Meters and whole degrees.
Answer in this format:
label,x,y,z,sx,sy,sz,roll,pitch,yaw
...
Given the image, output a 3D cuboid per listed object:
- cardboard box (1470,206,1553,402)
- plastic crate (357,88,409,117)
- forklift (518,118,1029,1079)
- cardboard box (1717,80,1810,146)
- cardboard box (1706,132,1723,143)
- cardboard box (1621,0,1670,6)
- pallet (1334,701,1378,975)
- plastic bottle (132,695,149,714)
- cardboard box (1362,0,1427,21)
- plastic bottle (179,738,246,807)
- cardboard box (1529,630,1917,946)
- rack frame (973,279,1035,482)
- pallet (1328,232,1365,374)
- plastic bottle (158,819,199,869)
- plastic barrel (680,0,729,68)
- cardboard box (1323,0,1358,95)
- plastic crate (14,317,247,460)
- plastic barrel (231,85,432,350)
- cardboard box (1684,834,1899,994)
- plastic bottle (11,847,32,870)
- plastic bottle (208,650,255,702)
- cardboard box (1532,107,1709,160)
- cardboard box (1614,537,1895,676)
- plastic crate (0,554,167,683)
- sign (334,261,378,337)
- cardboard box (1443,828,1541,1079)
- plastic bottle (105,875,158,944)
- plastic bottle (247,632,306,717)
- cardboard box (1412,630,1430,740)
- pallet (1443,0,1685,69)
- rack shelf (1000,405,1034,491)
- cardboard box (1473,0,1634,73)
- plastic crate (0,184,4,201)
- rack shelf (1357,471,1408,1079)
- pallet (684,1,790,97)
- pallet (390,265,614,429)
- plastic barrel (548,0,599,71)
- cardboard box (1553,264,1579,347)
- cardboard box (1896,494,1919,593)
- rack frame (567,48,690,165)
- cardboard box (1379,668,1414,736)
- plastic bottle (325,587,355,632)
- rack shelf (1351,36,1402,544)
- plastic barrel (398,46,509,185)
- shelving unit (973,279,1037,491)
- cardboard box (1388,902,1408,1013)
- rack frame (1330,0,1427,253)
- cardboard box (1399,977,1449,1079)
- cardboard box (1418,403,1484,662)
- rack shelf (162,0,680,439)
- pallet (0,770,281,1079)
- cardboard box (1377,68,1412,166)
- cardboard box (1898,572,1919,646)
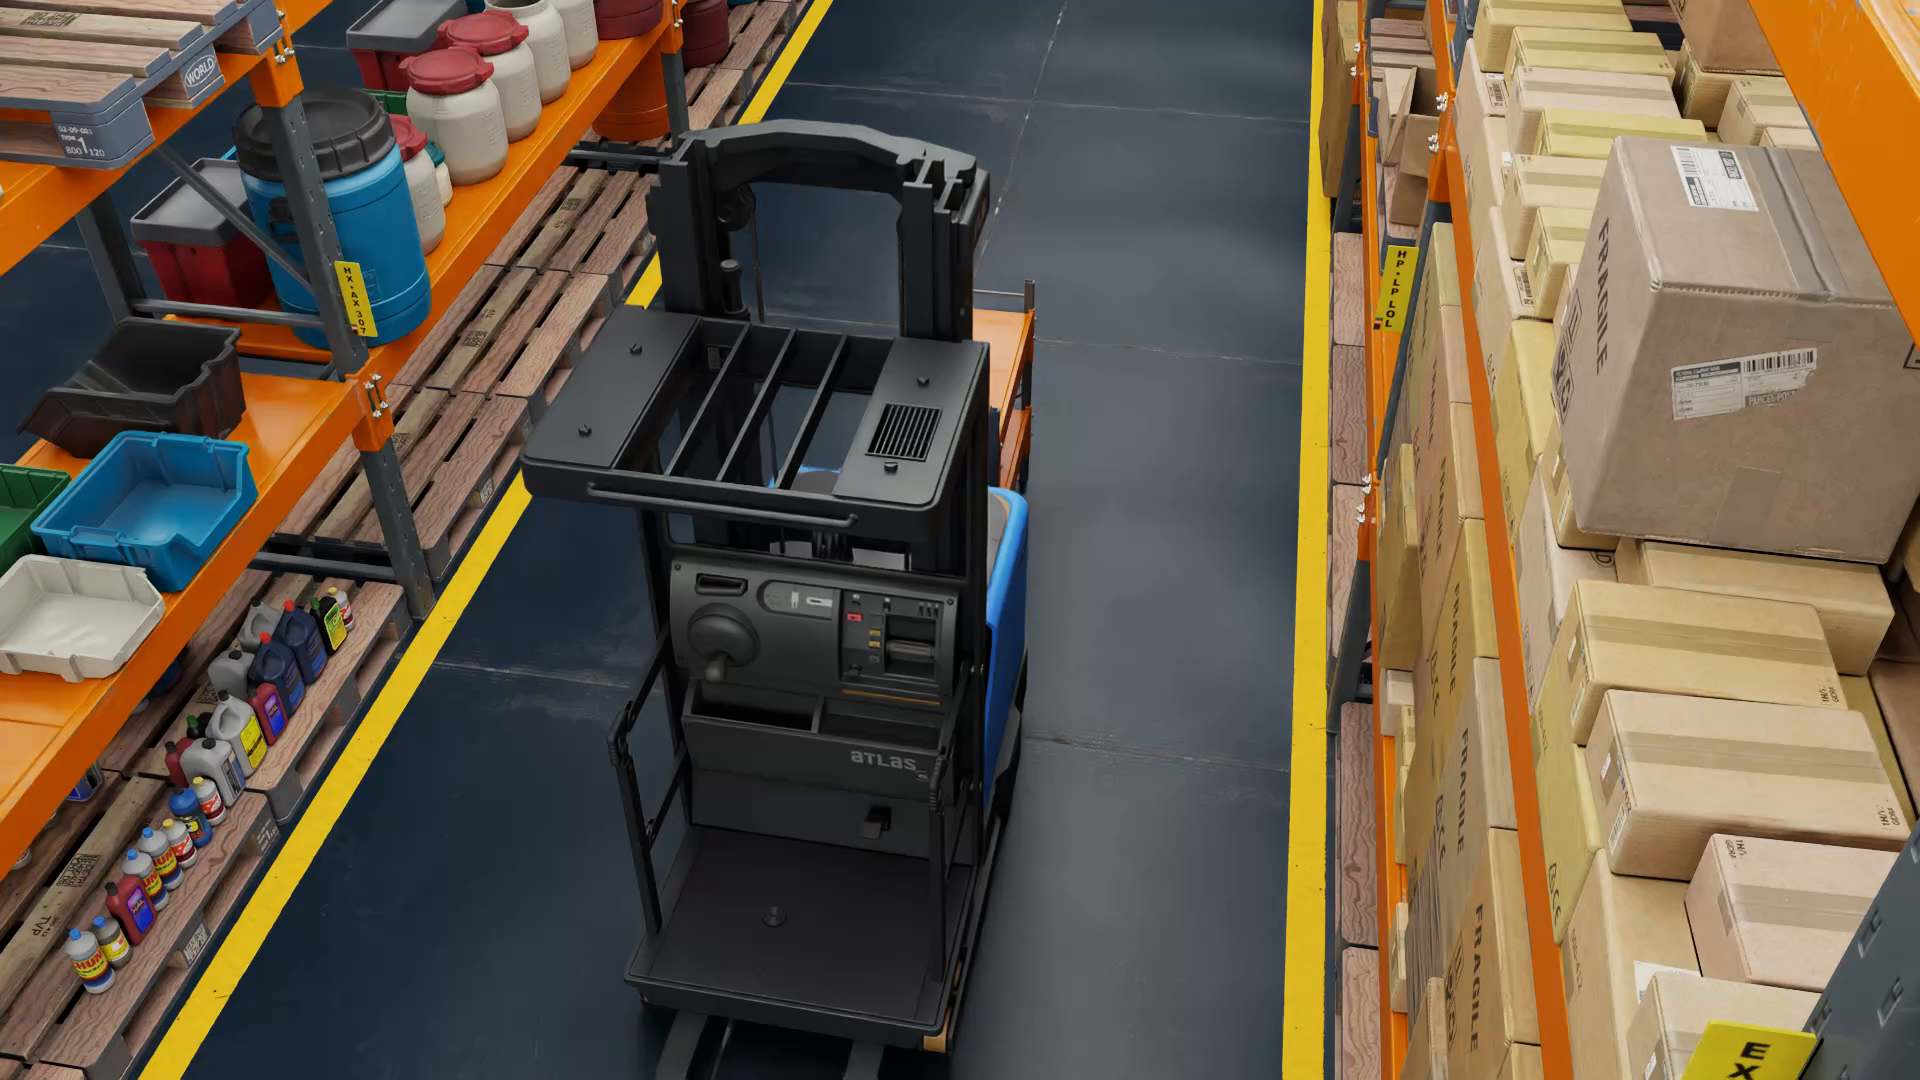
label,x,y,z,sx,sy,sz,roll,pitch,yaw
cardboard box,1.503,-0.540,3.910,0.500,0.250,0.500,5,40,6
plastic crate,-2.839,-1.928,7.991,0.450,0.188,0.662,6,40,8
forklift,-0.506,0.369,5.100,1.130,2.935,3.031,7,40,8
cardboard box,2.150,-1.031,4.190,0.380,0.149,0.250,5,40,5
cardboard box,2.094,-0.796,4.219,0.500,0.250,0.500,7,40,9
cardboard box,2.195,-1.981,5.124,0.797,0.503,0.637,5,40,5
pallet,1.935,1.161,6.277,1.003,0.211,1.213,6,40,8
plastic bottle,-3.317,0.562,6.609,0.097,0.271,0.097,0,40,0
cardboard box,2.550,-3.225,9.315,0.500,0.500,0.500,8,40,9
plastic bottle,-2.811,0.855,6.251,0.152,0.276,0.135,7,40,8
cardboard box,1.241,0.428,2.738,0.500,0.250,0.500,7,40,8
rack frame,0.089,-0.757,7.879,0.500,1.125,0.032,6,40,8
pallet,2.572,-1.285,9.235,1.003,0.211,1.213,6,40,8
plastic bottle,-2.840,1.090,6.025,0.097,0.201,0.097,0,40,0
plastic barrel,-1.907,-3.646,11.466,0.600,0.588,0.708,6,40,8
cardboard box,3.010,-3.182,10.679,1.225,0.875,0.875,7,40,8
plastic crate,-3.078,-0.547,6.203,0.767,0.338,0.504,6,40,8
plastic barrel,-2.497,-1.288,6.657,0.600,0.901,0.708,6,40,8
cardboard box,1.225,0.560,2.266,0.380,0.149,0.250,5,40,6
plastic bottle,-3.448,1.093,6.022,0.097,0.201,0.097,0,40,0
plastic bottle,-2.873,0.550,6.619,0.152,0.276,0.135,6,40,8
cardboard box,1.610,-0.920,4.056,0.380,0.149,0.250,8,40,9
cardboard box,1.350,0.074,2.853,0.380,0.149,0.250,7,40,8
plastic crate,-2.894,0.263,5.382,0.530,0.136,0.437,6,40,8
sign,-2.322,-0.925,6.394,0.100,0.325,0.005,6,40,8
cardboard box,1.257,0.946,3.253,0.500,0.500,0.500,6,40,8
plastic bottle,-2.876,1.259,5.757,0.061,0.283,0.133,7,40,8
plastic bottle,-2.723,0.522,6.595,0.144,0.351,0.185,5,40,5
cardboard box,1.769,0.418,4.676,0.875,0.500,0.500,6,40,8
pallet,2.228,-1.799,5.462,1.213,0.211,1.003,6,40,8
rack shelf,0.001,-0.249,7.649,0.538,0.278,1.000,6,40,8
cardboard box,1.656,-1.421,4.663,0.380,0.149,0.250,5,40,6
plastic crate,-2.742,-0.888,4.420,0.243,0.136,0.396,6,40,8
rack shelf,1.670,1.193,4.614,1.077,0.370,4.000,6,40,8
pallet,-1.861,-3.584,12.016,1.003,0.211,1.213,6,40,8
pallet,-2.556,-1.076,8.982,1.003,0.211,1.213,6,40,8
plastic barrel,-2.138,-2.770,8.755,0.421,0.512,0.421,0,40,0
cardboard box,1.457,-0.433,3.468,0.380,0.149,0.250,7,40,9
cardboard box,1.847,-0.233,2.716,0.500,0.500,0.500,6,40,7
rack frame,-2.170,-3.396,9.600,1.000,3.000,0.127,6,40,8
cardboard box,1.493,0.485,5.103,0.380,0.149,0.250,6,40,8
plastic bottle,-2.618,0.285,6.998,0.097,0.201,0.097,0,40,0
rack shelf,2.362,-1.317,7.651,1.077,0.370,4.000,6,40,8
plastic barrel,-2.354,-1.975,7.774,0.433,0.535,0.433,0,40,0
shelving unit,0.001,-0.438,7.494,0.538,1.125,1.048,6,40,8
cardboard box,1.326,1.113,4.344,0.380,0.149,0.250,6,40,8
rack frame,2.708,-2.850,8.940,1.000,3.000,0.127,6,40,8
cardboard box,1.415,1.349,3.550,0.875,0.500,0.500,6,40,8
cardboard box,1.516,0.004,4.391,0.500,0.500,0.500,6,40,8
rack shelf,-2.516,-1.863,8.311,1.077,0.370,4.000,6,40,8
pallet,-3.228,1.374,6.019,1.003,0.211,1.213,6,40,8
cardboard box,2.192,-1.927,7.612,0.500,0.250,0.500,5,40,6
cardboard box,1.825,0.133,2.783,0.380,0.149,0.250,6,40,8
